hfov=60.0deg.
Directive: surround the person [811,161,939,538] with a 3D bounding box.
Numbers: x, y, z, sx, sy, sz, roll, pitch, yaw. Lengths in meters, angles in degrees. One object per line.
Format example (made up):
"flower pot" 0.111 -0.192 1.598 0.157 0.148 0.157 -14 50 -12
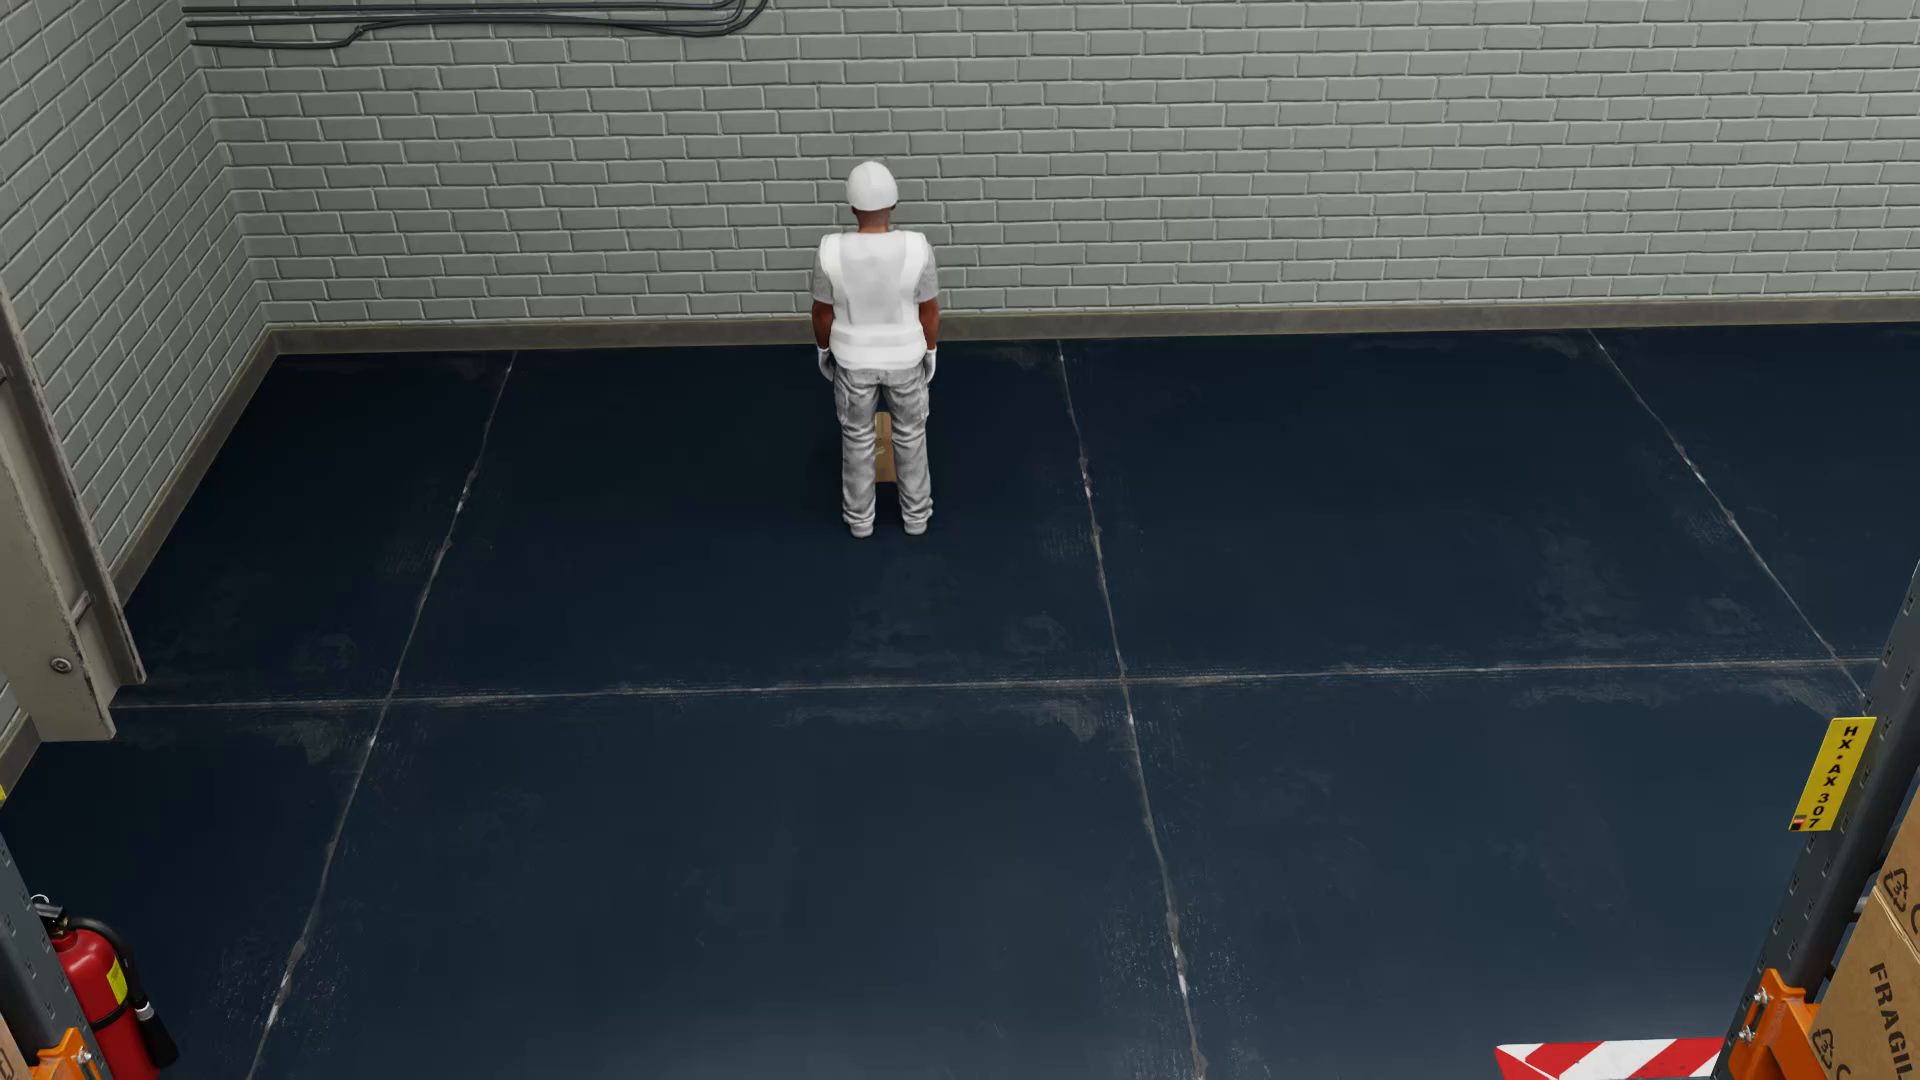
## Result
"person" -0.364 -0.815 7.279 0.546 1.789 0.380 -1 35 -1
